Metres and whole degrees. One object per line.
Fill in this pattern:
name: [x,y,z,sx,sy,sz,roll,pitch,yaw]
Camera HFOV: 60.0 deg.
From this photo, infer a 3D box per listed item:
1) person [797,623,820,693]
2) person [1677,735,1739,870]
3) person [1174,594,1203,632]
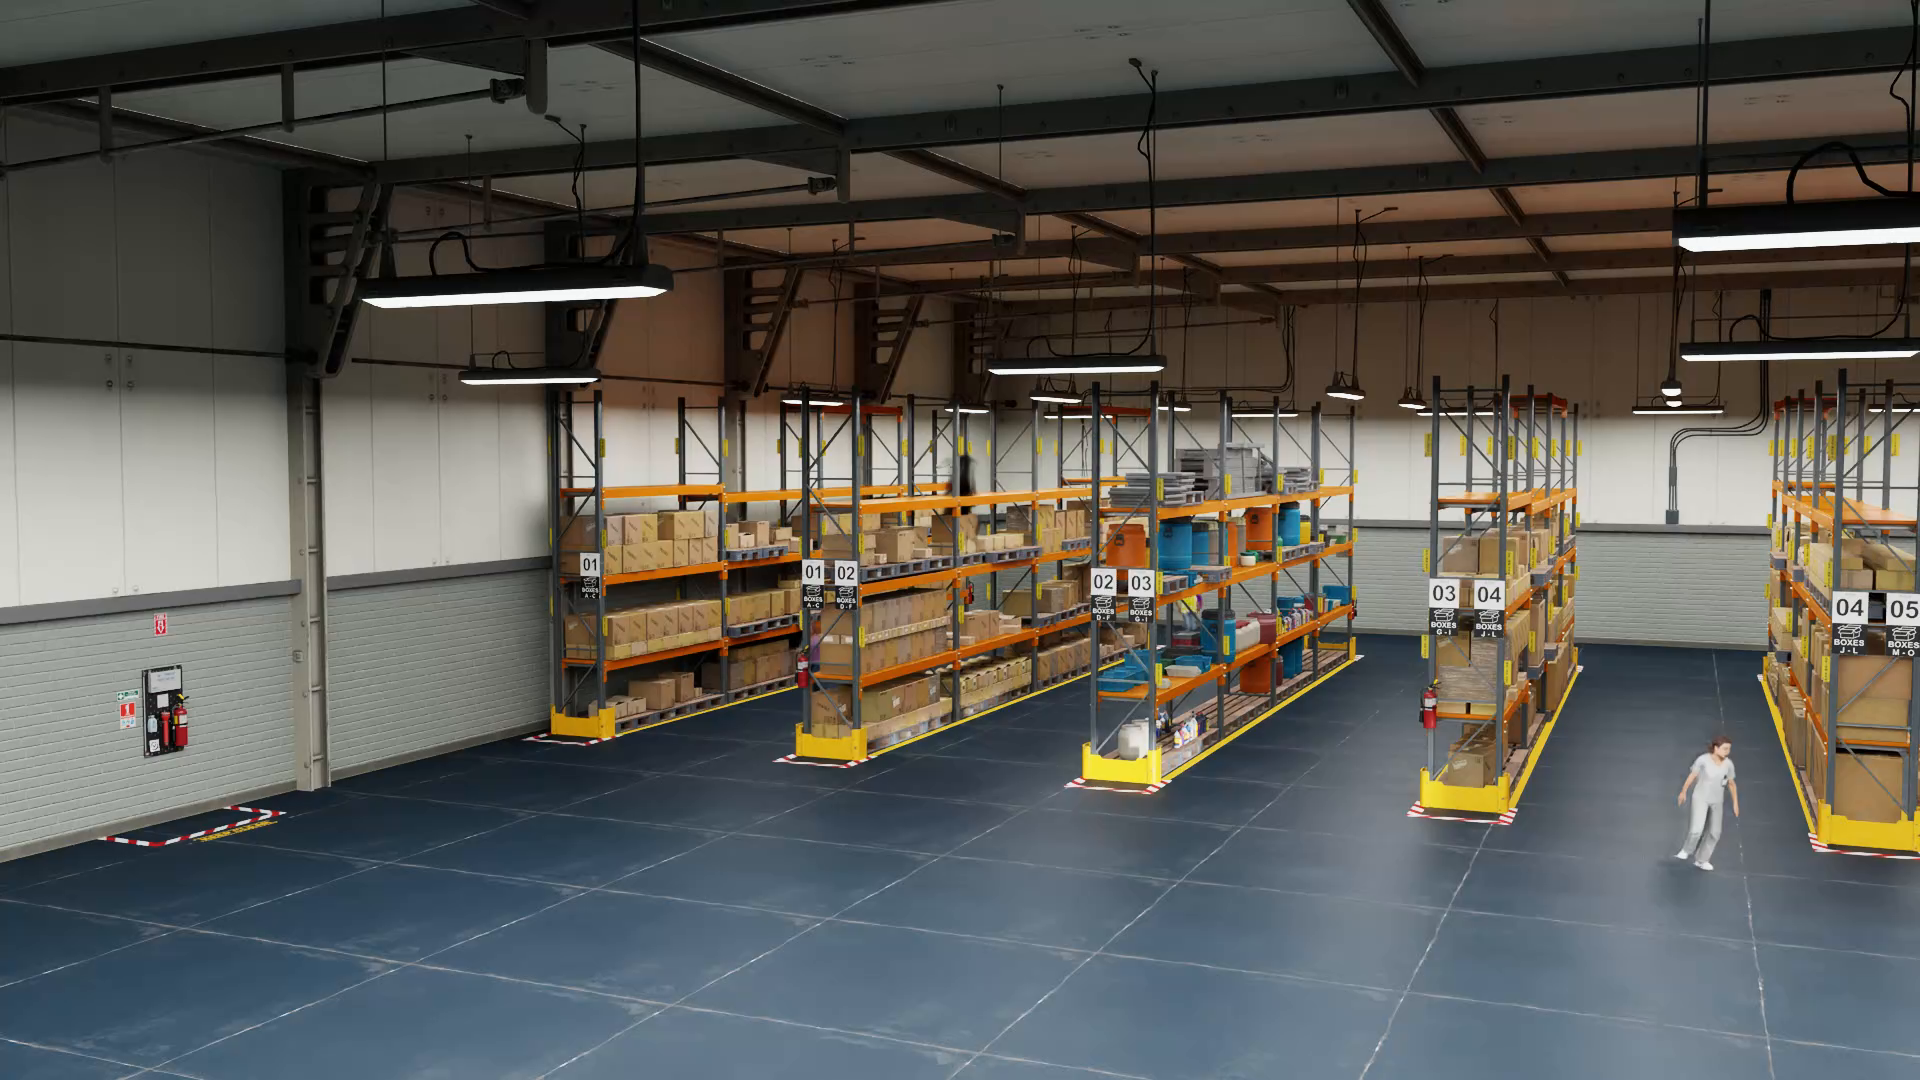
person: [-2.859,2.406,32.188,0.498,1.625,0.822,1,3,14]
person: [8.863,3.097,19.730,0.588,1.627,0.551,0,3,-2]
person: [5.733,1.834,41.658,0.711,1.741,0.727,0,3,0]
